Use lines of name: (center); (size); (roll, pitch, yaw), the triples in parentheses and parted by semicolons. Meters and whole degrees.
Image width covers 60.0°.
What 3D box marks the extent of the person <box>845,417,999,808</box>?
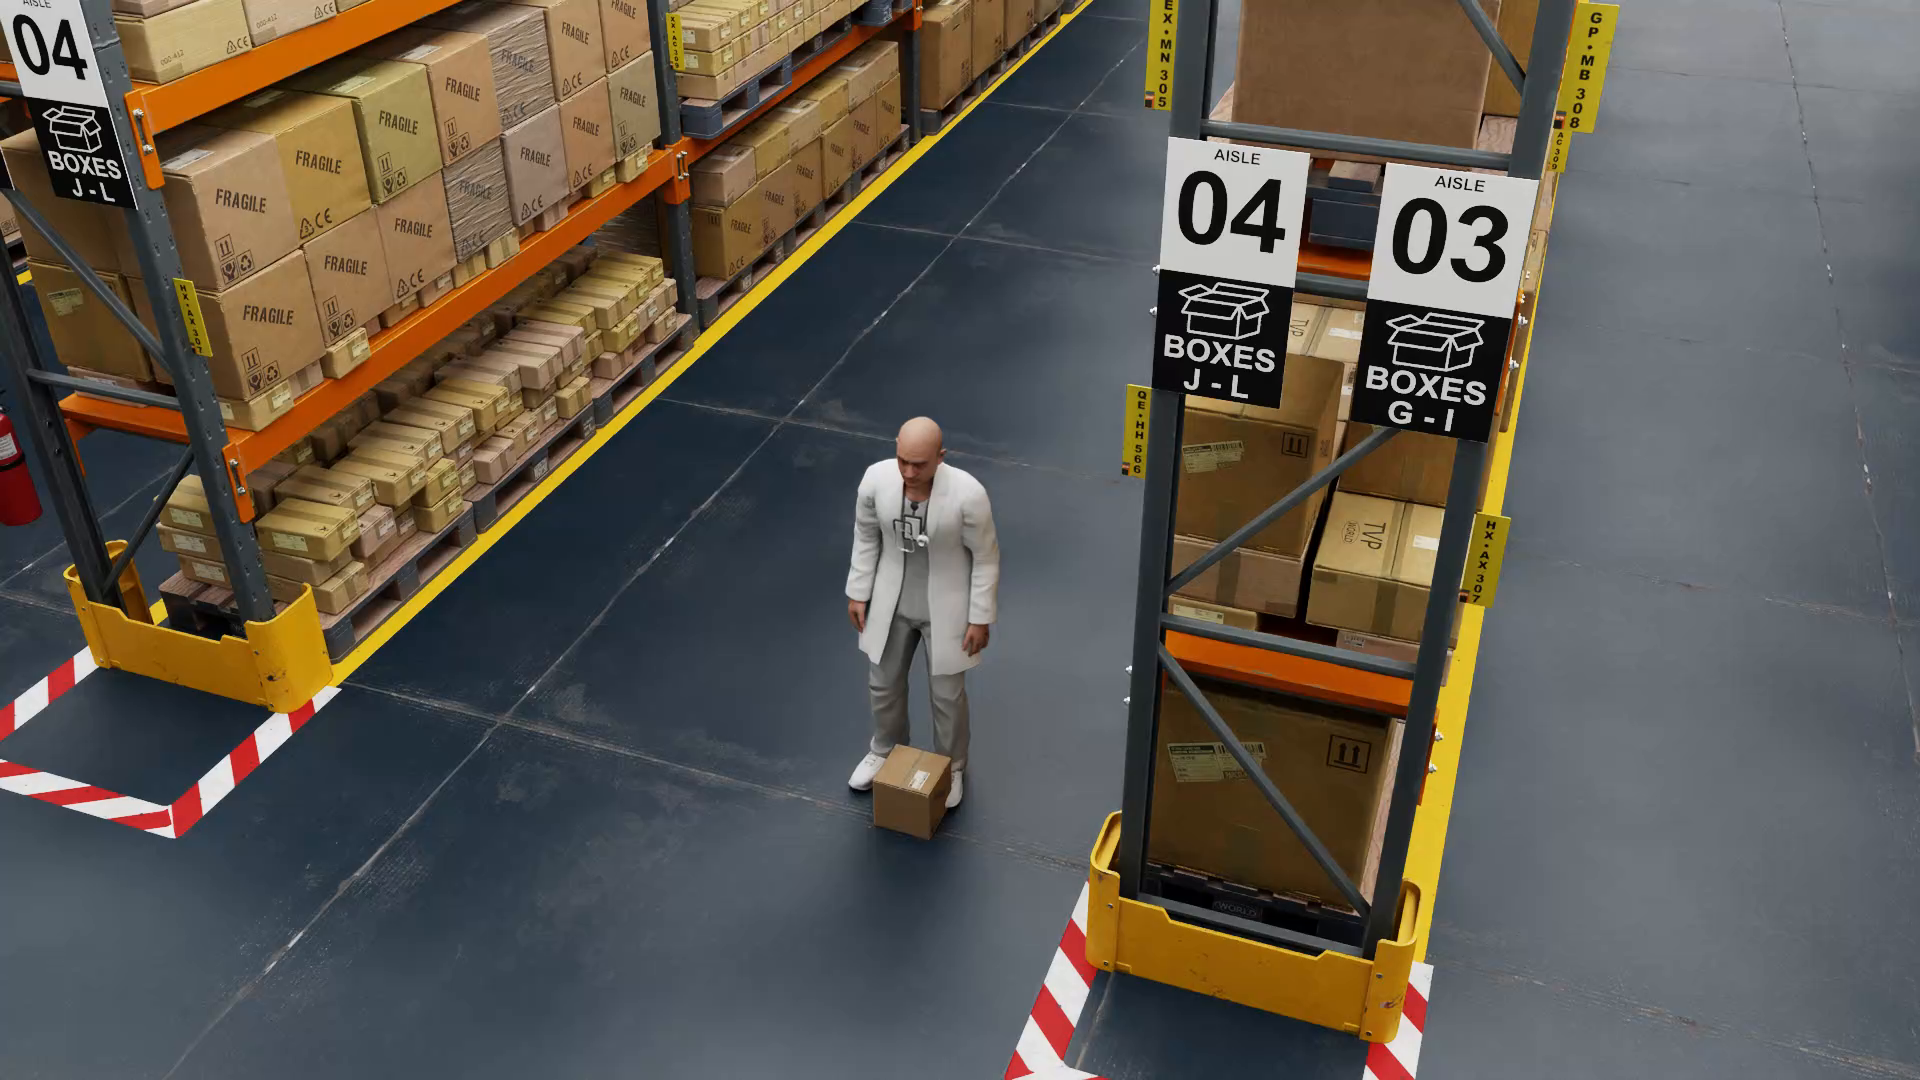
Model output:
person: (-0.156, 0.352, 6.776); (0.644, 1.592, 0.427); (11, 34, 16)
